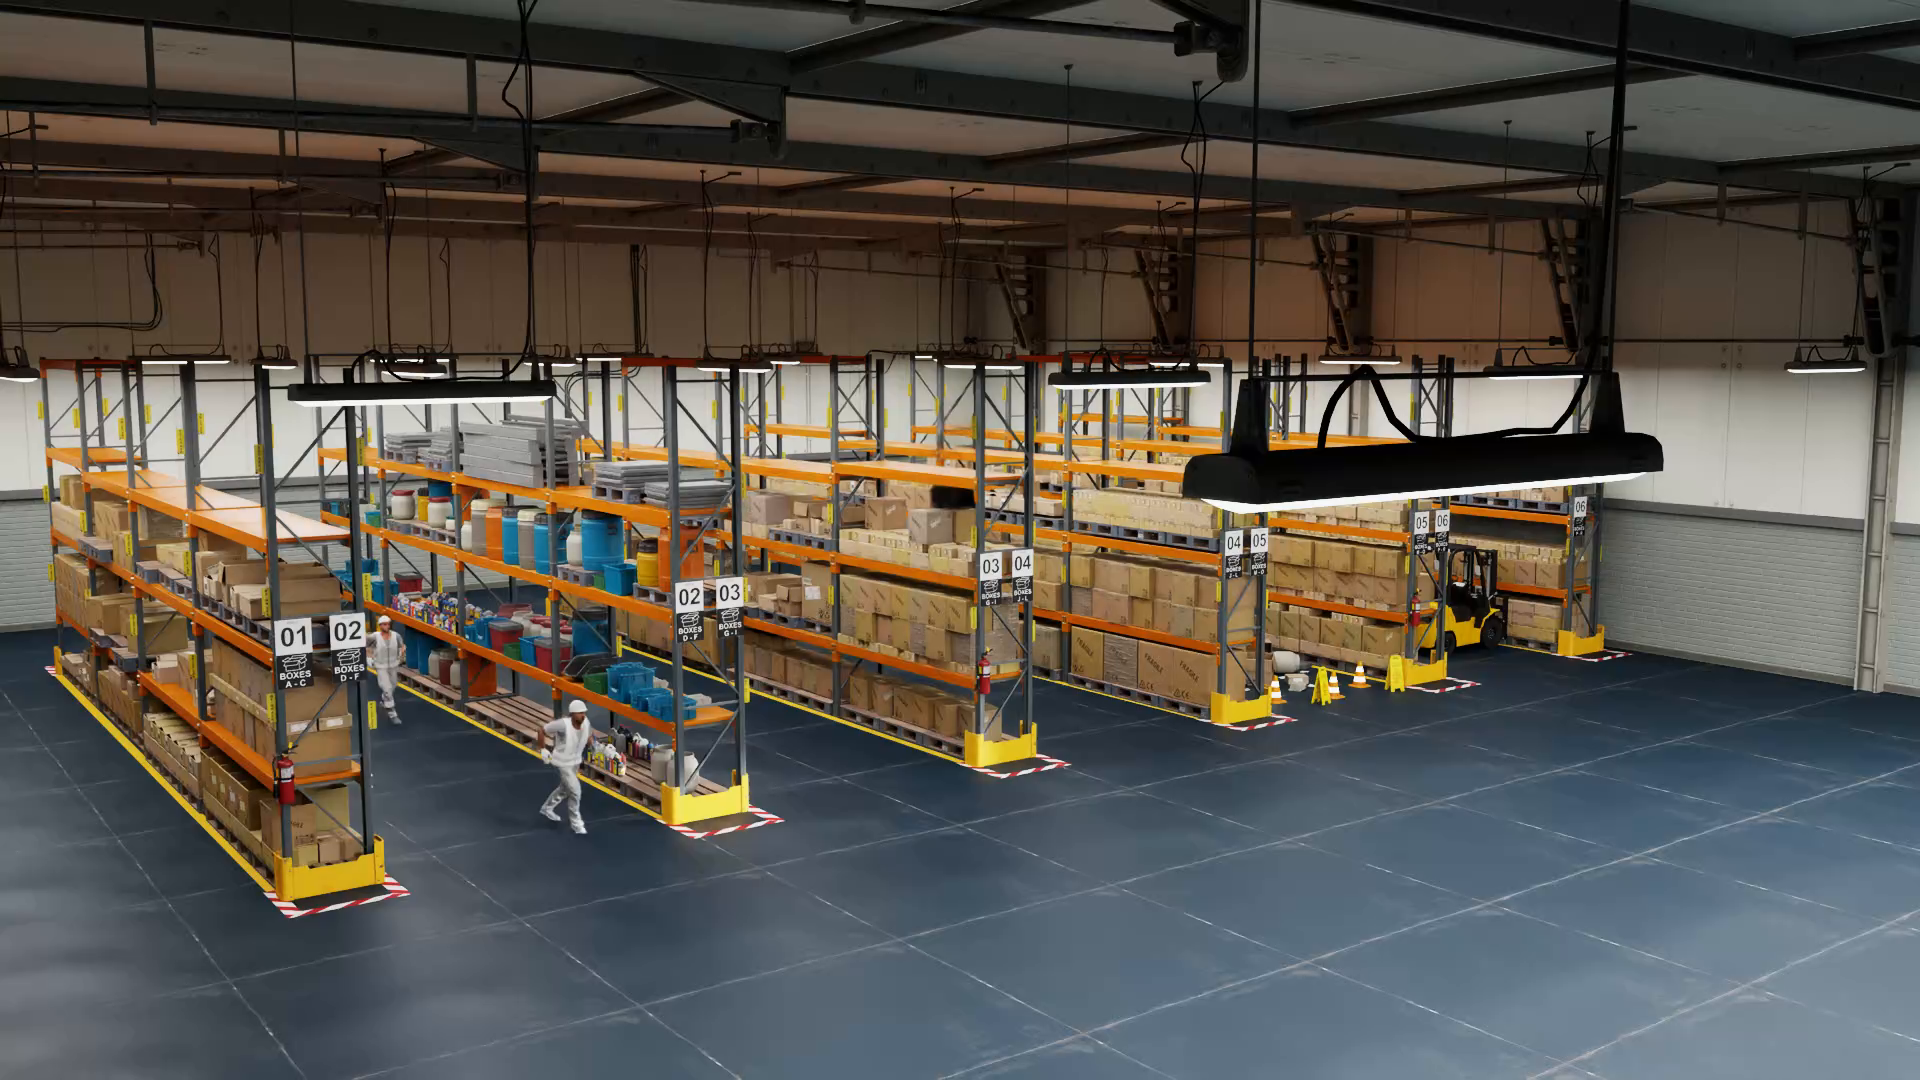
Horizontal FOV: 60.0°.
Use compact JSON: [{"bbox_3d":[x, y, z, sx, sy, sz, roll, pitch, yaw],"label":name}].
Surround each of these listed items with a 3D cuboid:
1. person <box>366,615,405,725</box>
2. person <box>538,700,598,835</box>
[{"bbox_3d":[-9.536,2.127,27.593,0.663,1.788,0.902,-6,9,-39],"label":"person"},{"bbox_3d":[-5.103,2.936,21.481,0.950,1.813,0.715,4,8,32],"label":"person"}]
